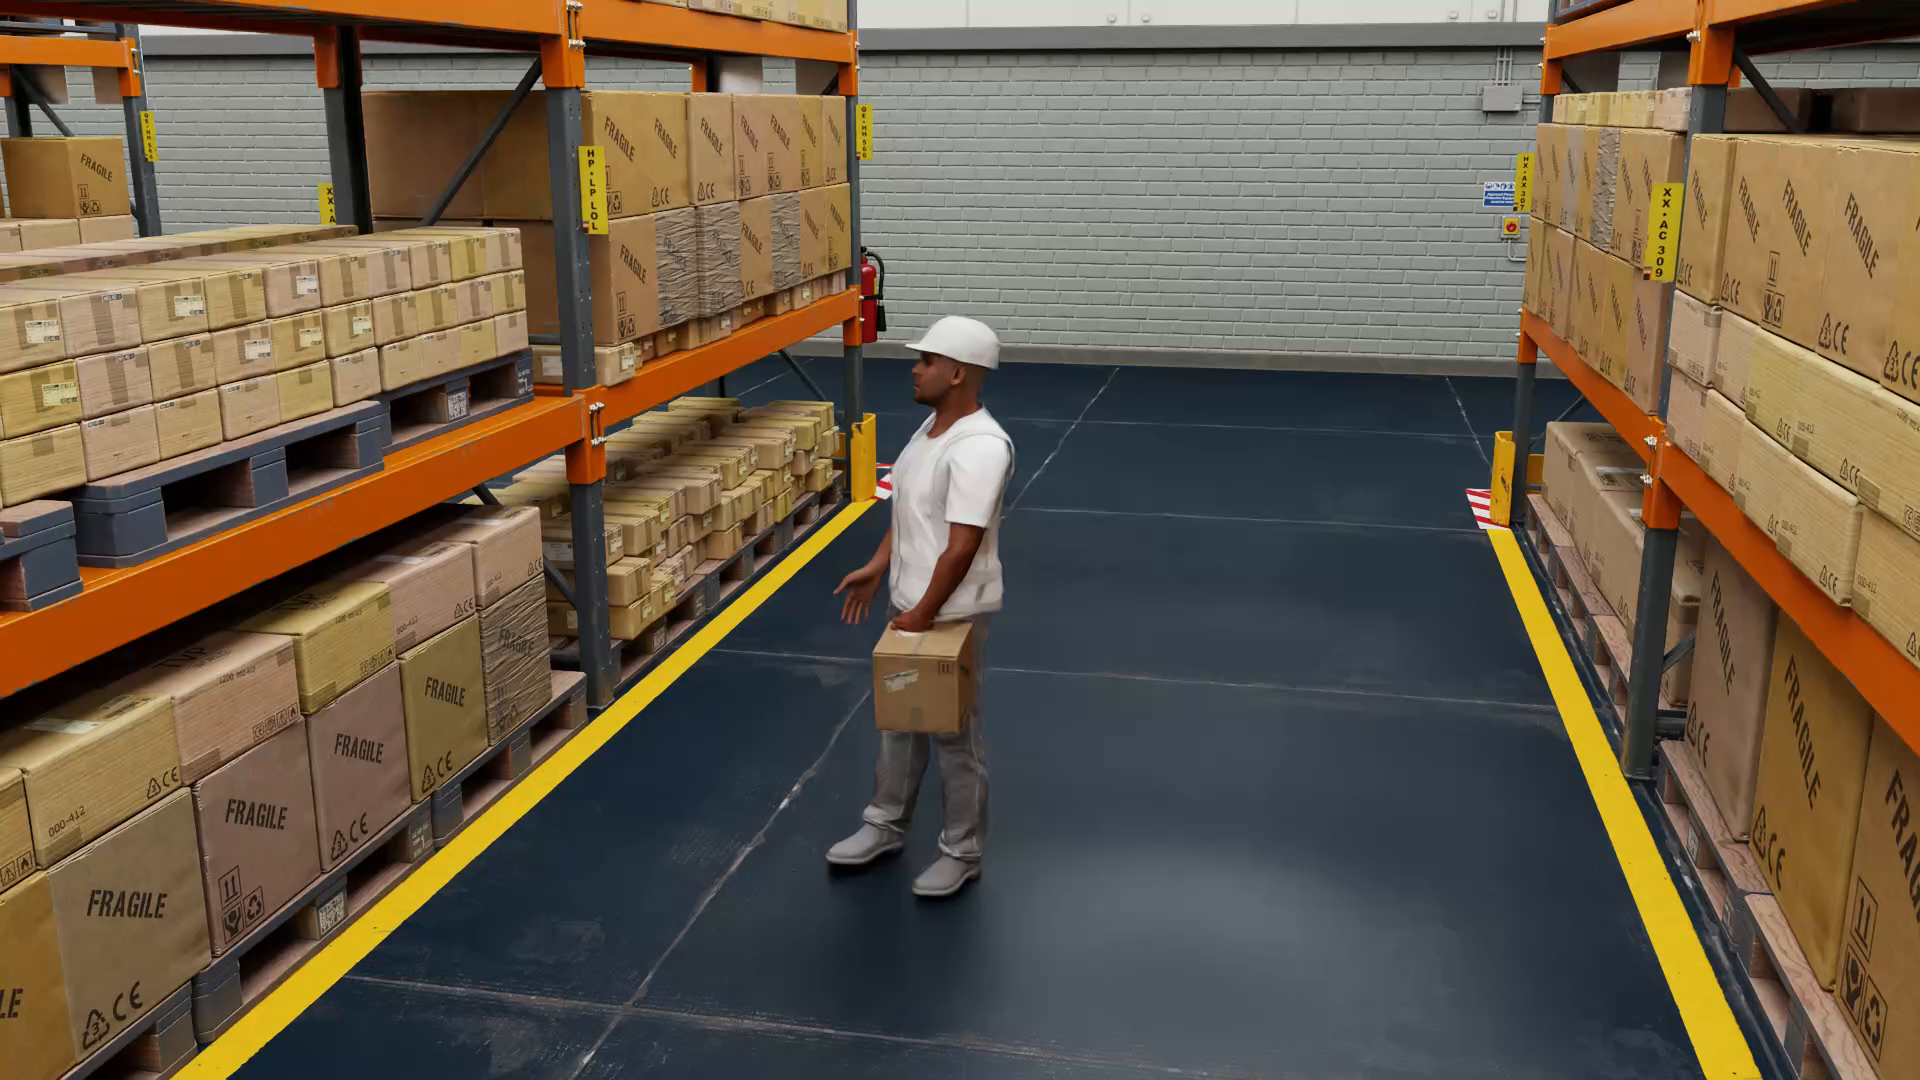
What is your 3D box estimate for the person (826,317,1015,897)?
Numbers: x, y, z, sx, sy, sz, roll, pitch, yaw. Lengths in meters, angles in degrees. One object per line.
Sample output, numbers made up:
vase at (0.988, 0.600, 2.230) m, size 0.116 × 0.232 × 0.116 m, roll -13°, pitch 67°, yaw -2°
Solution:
person at (-0.121, 0.210, 5.105) m, size 0.563 × 1.771 × 0.559 m, roll -6°, pitch 16°, yaw -21°
